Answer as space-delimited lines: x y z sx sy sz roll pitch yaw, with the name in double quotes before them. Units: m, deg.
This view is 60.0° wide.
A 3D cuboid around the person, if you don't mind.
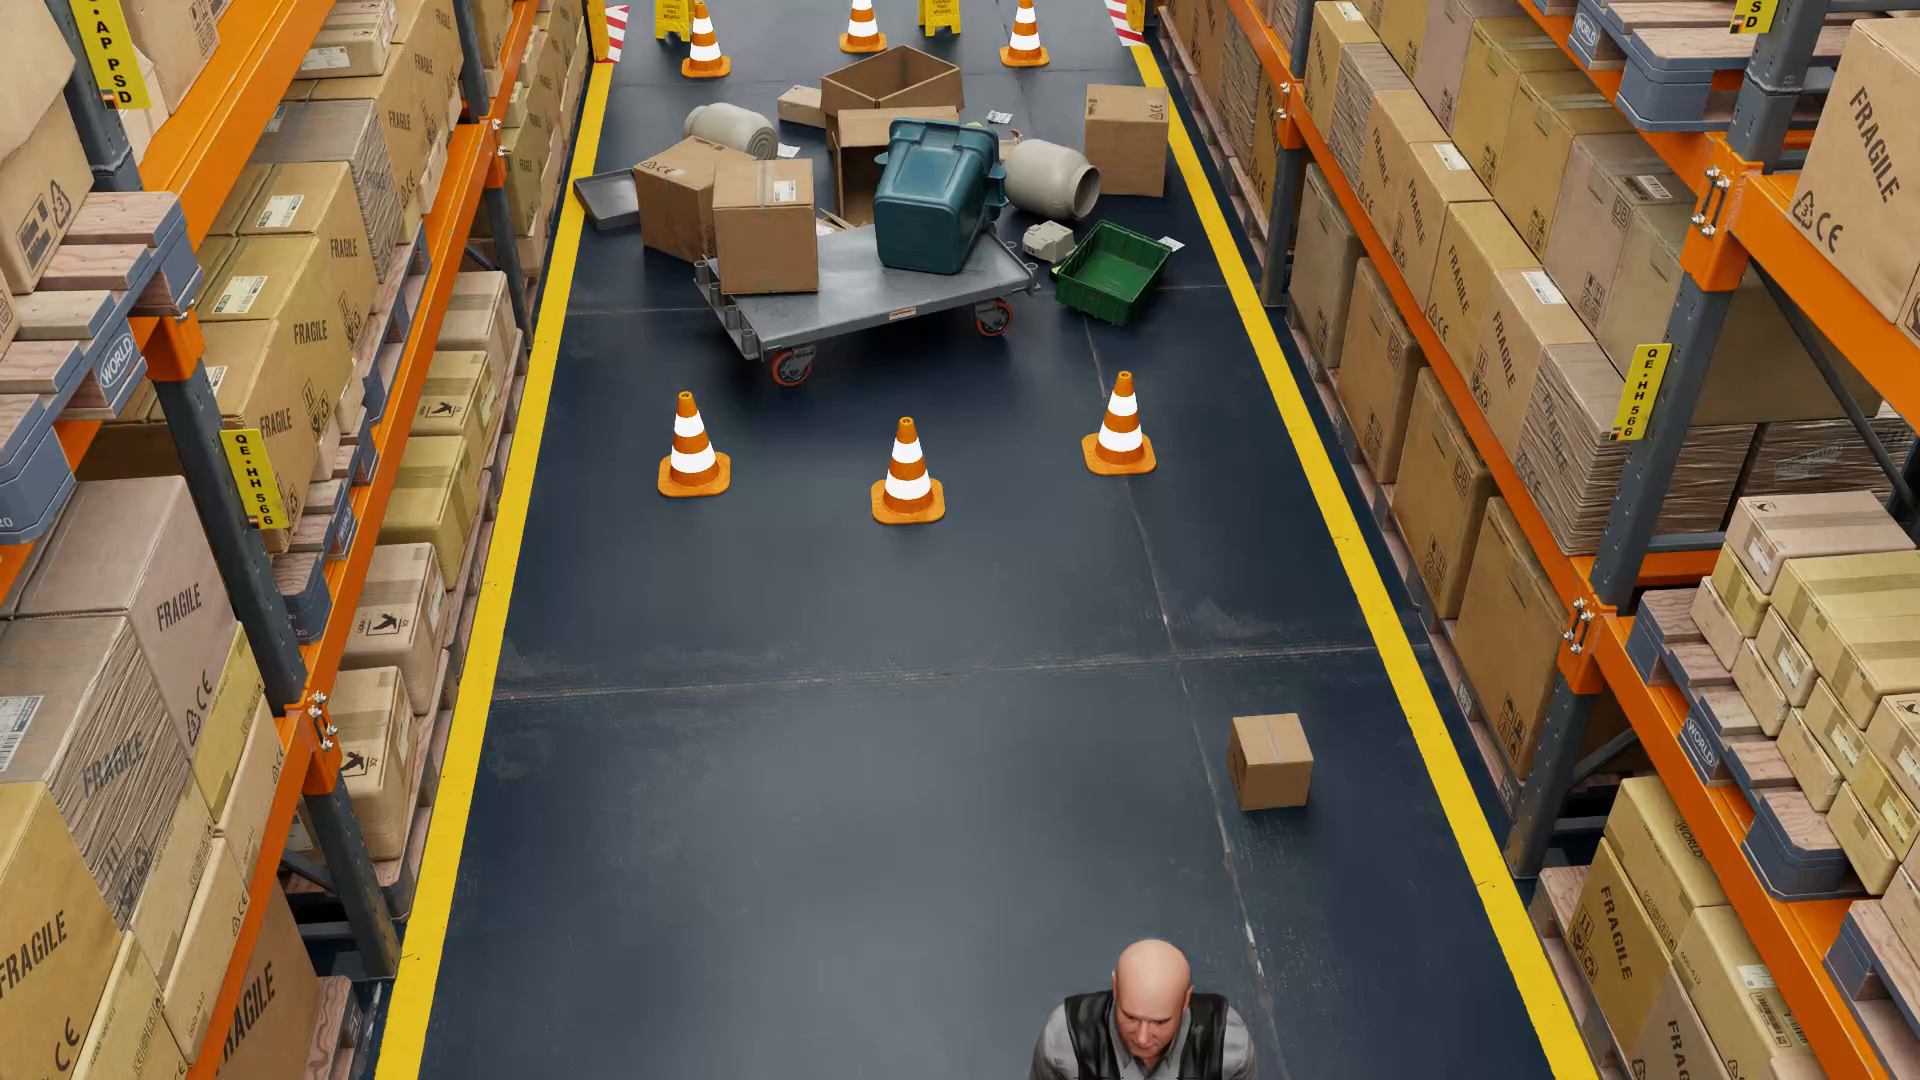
"person" 0.431 1.582 4.166 0.570 1.714 0.492 2 39 3
